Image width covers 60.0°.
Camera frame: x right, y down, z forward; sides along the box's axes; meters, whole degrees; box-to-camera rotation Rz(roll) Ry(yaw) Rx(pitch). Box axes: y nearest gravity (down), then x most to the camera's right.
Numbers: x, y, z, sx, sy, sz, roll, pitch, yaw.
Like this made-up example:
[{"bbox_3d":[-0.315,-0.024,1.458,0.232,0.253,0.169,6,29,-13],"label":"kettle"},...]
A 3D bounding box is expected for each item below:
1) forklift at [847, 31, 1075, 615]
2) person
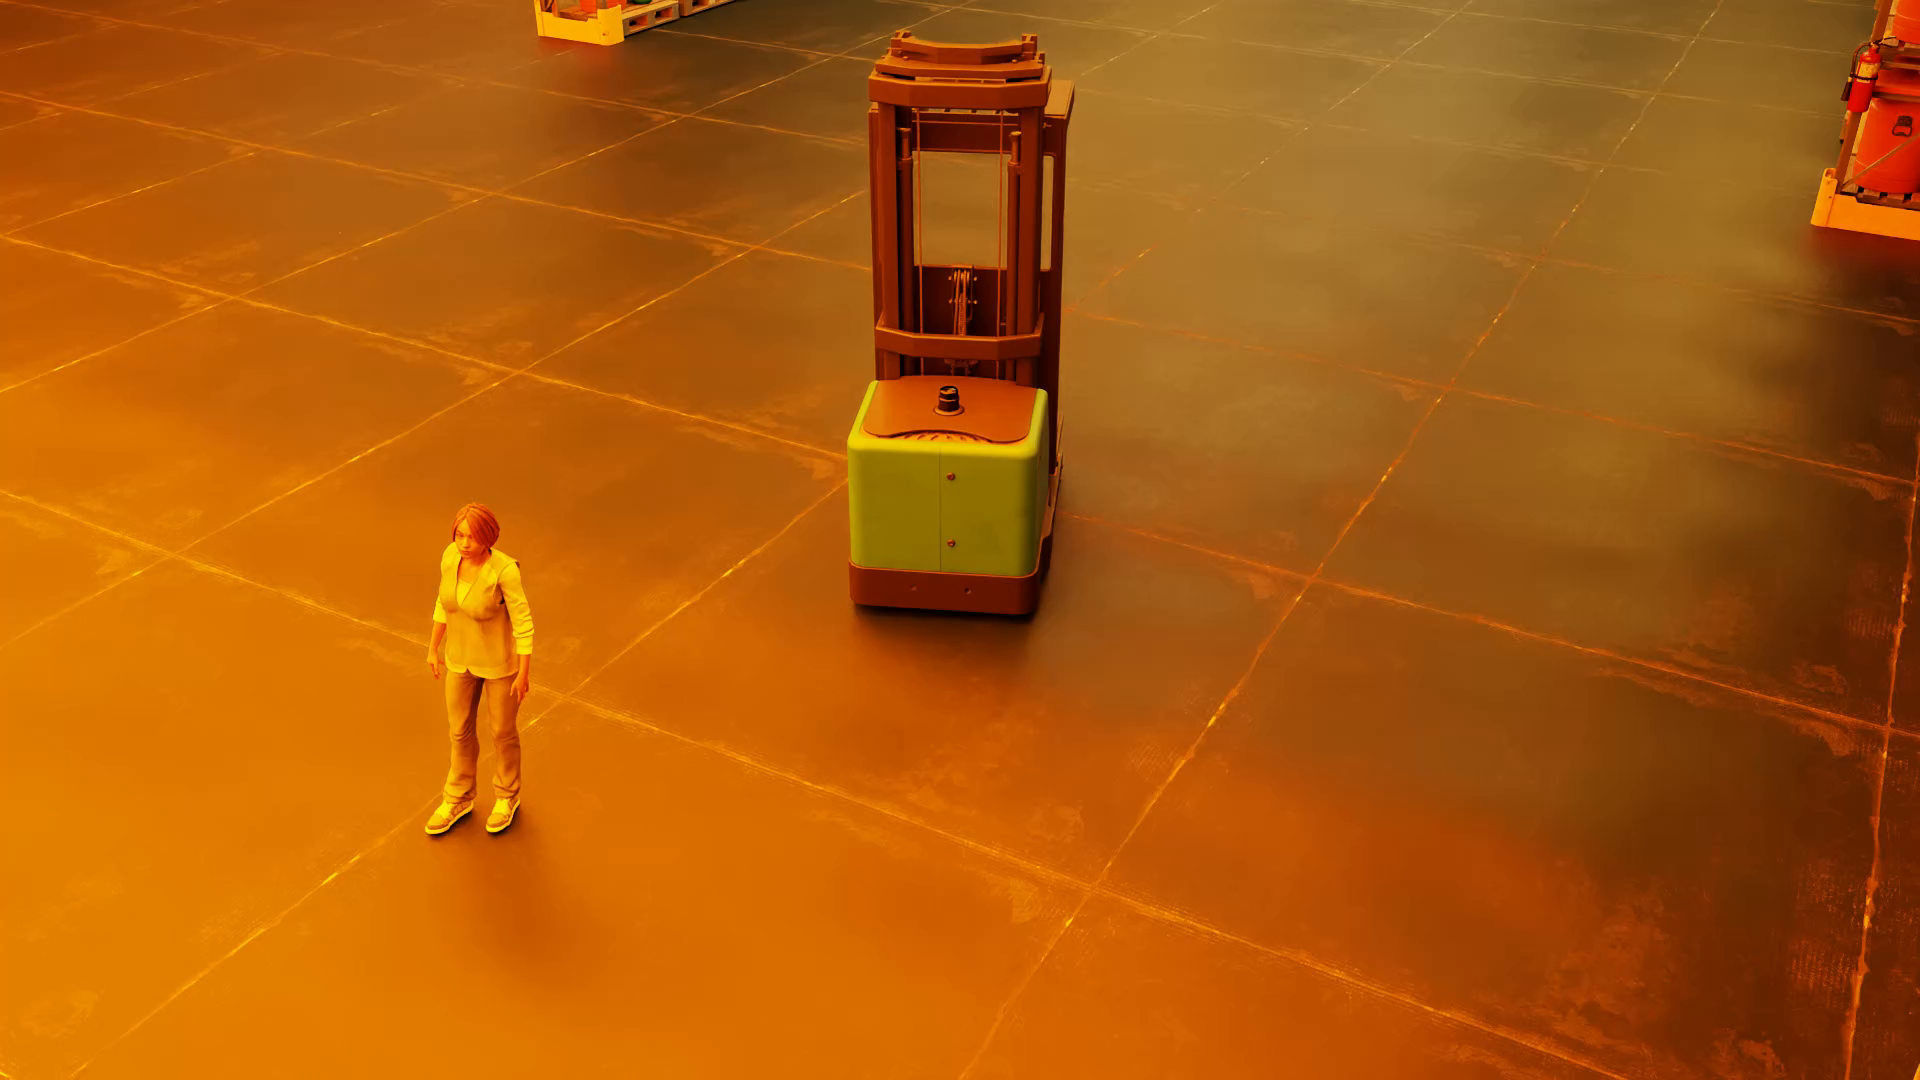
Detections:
[{"bbox_3d":[0.072,-1.572,9.794,1.130,2.935,3.031,3,30,6],"label":"forklift"},{"bbox_3d":[-2.152,0.594,7.362,0.520,1.597,0.475,9,31,16],"label":"person"}]
